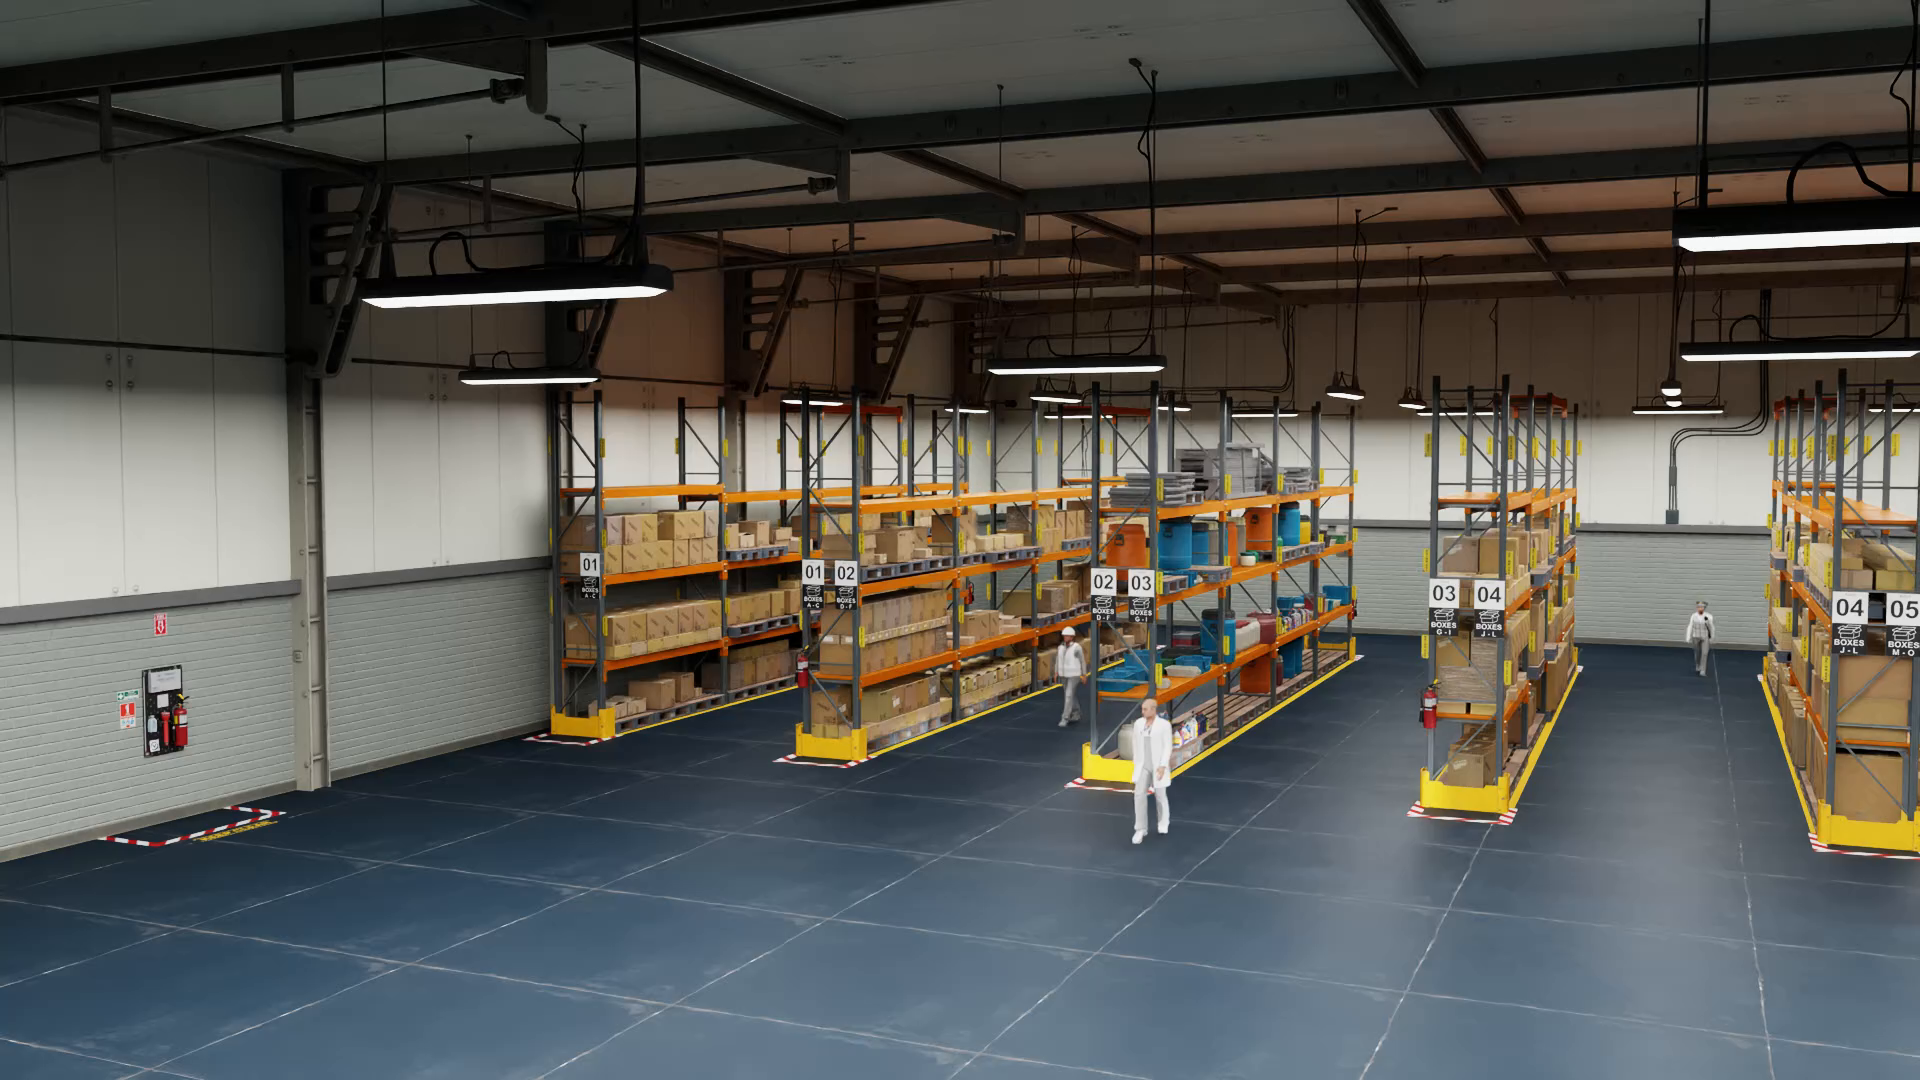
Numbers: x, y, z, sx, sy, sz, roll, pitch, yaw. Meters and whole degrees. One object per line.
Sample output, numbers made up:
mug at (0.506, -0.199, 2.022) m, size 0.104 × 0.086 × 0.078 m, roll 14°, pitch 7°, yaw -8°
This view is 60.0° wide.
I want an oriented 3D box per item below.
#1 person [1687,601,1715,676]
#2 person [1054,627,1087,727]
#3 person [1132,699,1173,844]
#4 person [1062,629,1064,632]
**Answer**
person at (16.321, 2.140, 36.633) m, size 0.562 × 1.614 × 1.034 m, roll 2°, pitch 4°, yaw 27°
person at (1.952, 2.448, 30.110) m, size 0.902 × 1.741 × 0.566 m, roll -3°, pitch 4°, yaw -44°
person at (2.440, 2.942, 21.353) m, size 0.596 × 1.792 × 0.868 m, roll 2°, pitch 4°, yaw 27°
person at (2.892, 1.721, 45.023) m, size 0.448 × 1.625 × 0.429 m, roll 1°, pitch 3°, yaw 25°
